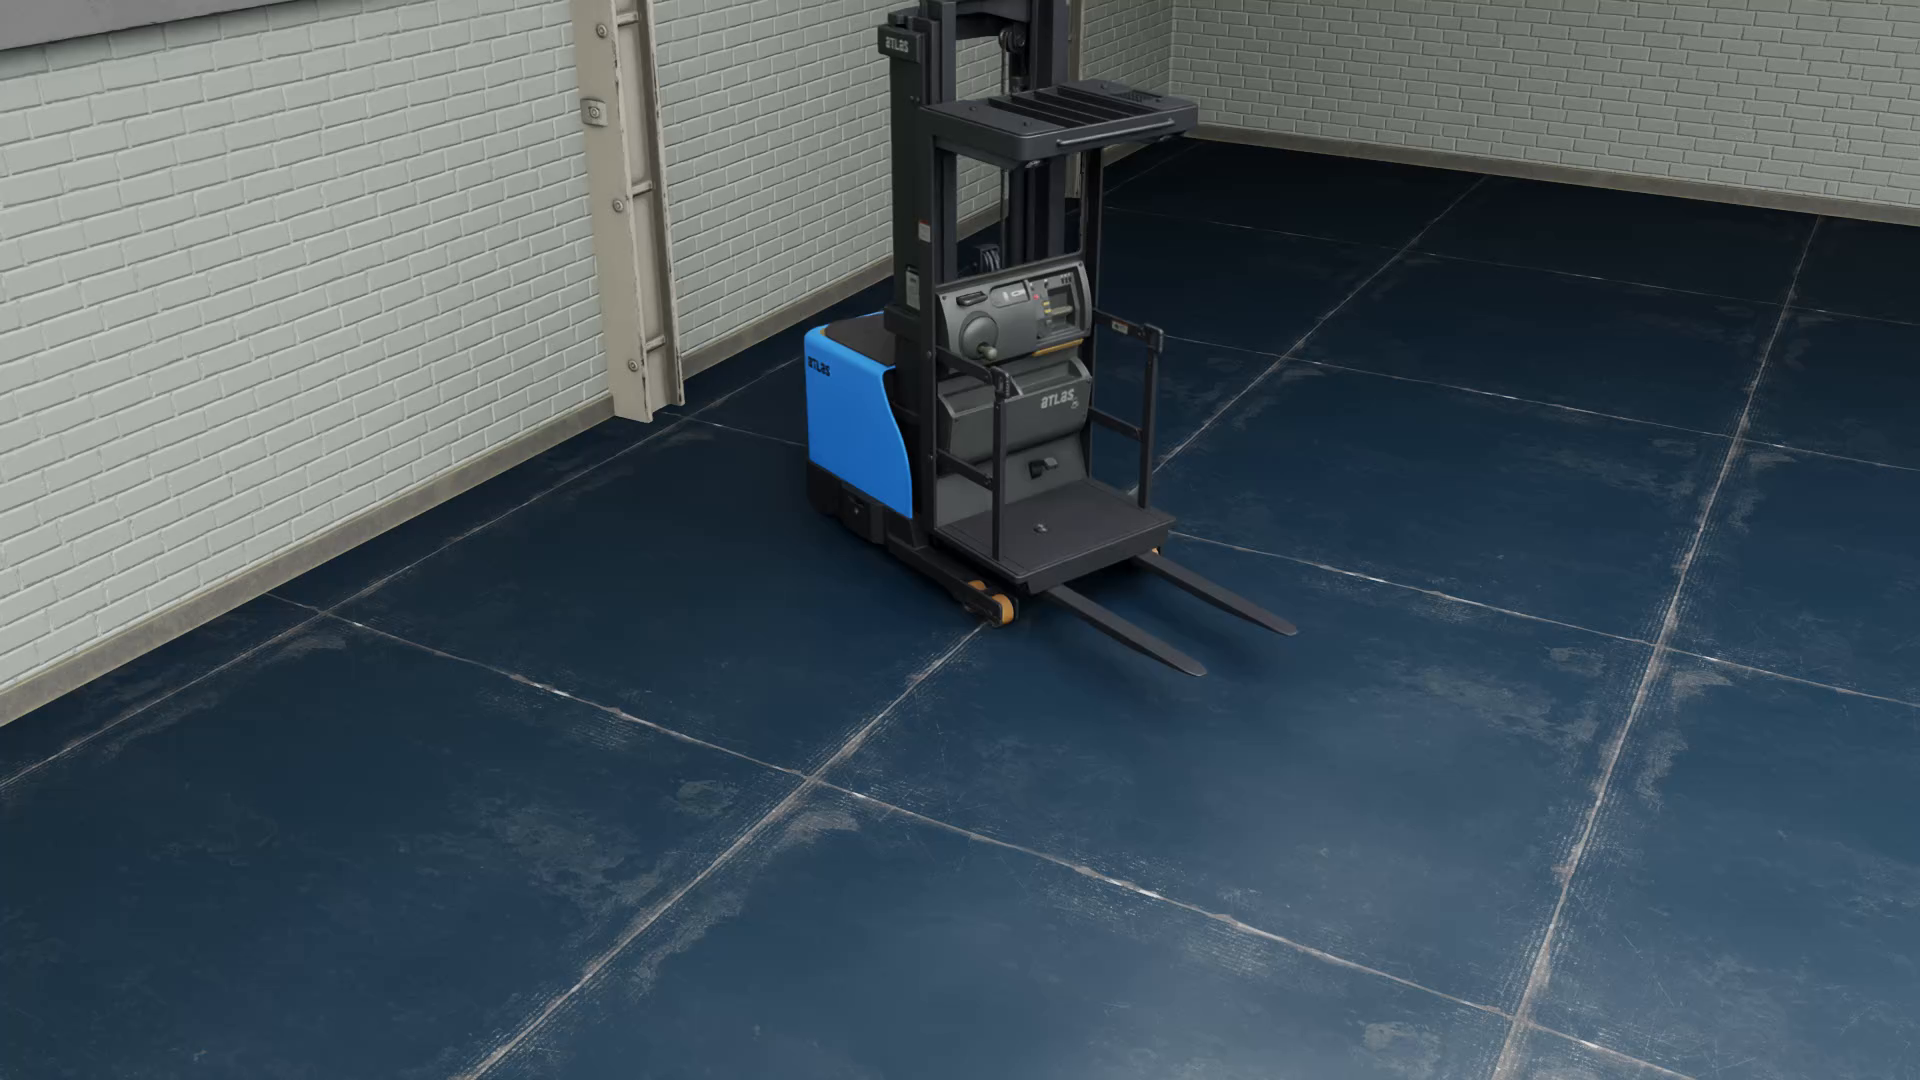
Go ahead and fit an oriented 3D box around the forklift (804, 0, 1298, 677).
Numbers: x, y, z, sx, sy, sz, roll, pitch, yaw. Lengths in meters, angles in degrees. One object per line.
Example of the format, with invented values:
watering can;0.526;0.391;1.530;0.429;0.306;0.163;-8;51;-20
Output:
forklift;0.418;-1.122;8.217;1.130;2.935;3.031;-19;32;-33

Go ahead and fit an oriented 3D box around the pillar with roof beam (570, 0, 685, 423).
pillar with roof beam;1.691;-3.943;7.075;9.100;9.000;0.400;14;30;26

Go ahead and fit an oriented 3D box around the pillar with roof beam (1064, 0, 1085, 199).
pillar with roof beam;4.642;-6.282;11.746;9.100;9.000;0.400;14;30;26
